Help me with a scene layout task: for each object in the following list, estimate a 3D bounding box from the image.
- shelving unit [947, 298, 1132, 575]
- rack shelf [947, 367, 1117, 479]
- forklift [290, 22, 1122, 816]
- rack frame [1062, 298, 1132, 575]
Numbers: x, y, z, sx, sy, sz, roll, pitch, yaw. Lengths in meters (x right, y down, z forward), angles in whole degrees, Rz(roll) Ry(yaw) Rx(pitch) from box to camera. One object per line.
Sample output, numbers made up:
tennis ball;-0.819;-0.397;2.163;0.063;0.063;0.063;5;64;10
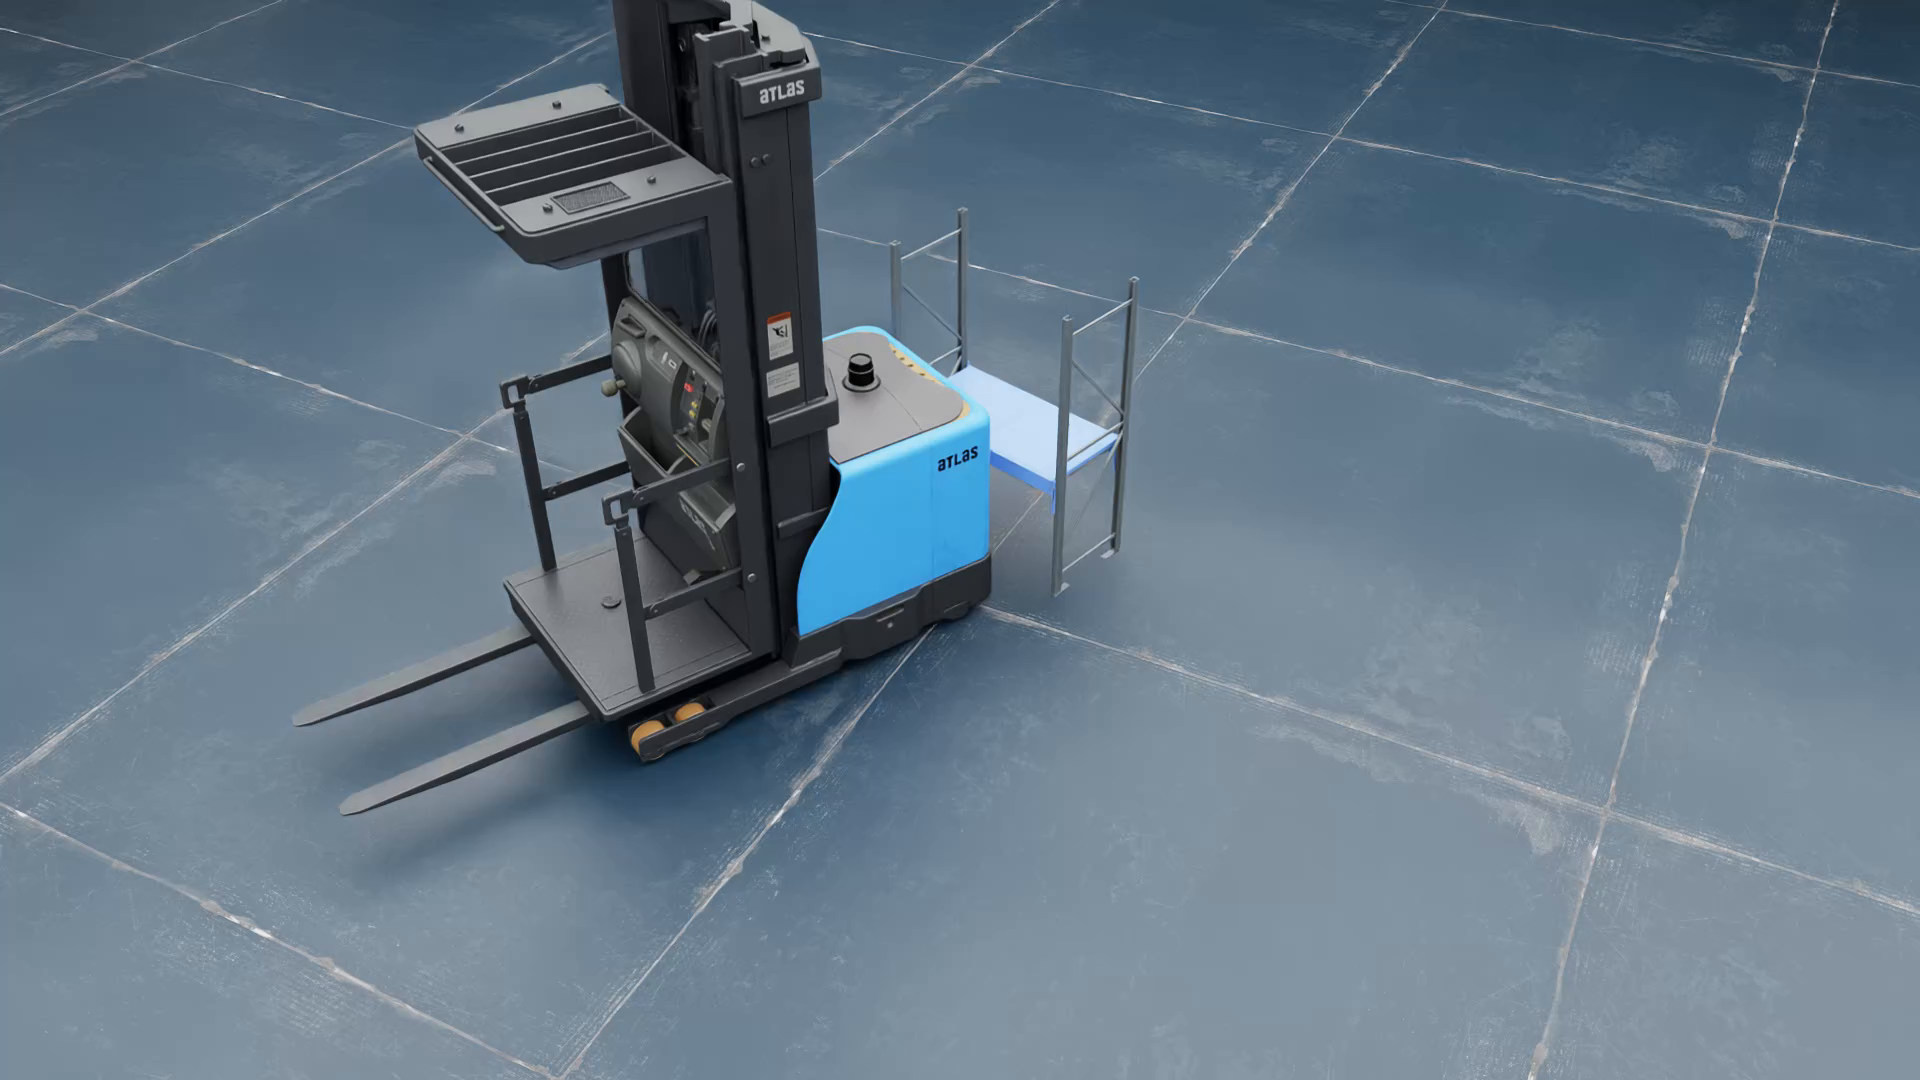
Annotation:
shelving unit;0.250;-0.644;7.877;0.991;1.308;0.475;29;46;32
rack shelf;0.235;-0.546;7.966;0.952;0.062;0.459;29;46;32
forklift;-8.682;-1.136;6.791;16.073;3.598;10.290;-23;43;-27
rack frame;0.612;-0.445;7.615;0.013;1.308;0.475;29;46;32
